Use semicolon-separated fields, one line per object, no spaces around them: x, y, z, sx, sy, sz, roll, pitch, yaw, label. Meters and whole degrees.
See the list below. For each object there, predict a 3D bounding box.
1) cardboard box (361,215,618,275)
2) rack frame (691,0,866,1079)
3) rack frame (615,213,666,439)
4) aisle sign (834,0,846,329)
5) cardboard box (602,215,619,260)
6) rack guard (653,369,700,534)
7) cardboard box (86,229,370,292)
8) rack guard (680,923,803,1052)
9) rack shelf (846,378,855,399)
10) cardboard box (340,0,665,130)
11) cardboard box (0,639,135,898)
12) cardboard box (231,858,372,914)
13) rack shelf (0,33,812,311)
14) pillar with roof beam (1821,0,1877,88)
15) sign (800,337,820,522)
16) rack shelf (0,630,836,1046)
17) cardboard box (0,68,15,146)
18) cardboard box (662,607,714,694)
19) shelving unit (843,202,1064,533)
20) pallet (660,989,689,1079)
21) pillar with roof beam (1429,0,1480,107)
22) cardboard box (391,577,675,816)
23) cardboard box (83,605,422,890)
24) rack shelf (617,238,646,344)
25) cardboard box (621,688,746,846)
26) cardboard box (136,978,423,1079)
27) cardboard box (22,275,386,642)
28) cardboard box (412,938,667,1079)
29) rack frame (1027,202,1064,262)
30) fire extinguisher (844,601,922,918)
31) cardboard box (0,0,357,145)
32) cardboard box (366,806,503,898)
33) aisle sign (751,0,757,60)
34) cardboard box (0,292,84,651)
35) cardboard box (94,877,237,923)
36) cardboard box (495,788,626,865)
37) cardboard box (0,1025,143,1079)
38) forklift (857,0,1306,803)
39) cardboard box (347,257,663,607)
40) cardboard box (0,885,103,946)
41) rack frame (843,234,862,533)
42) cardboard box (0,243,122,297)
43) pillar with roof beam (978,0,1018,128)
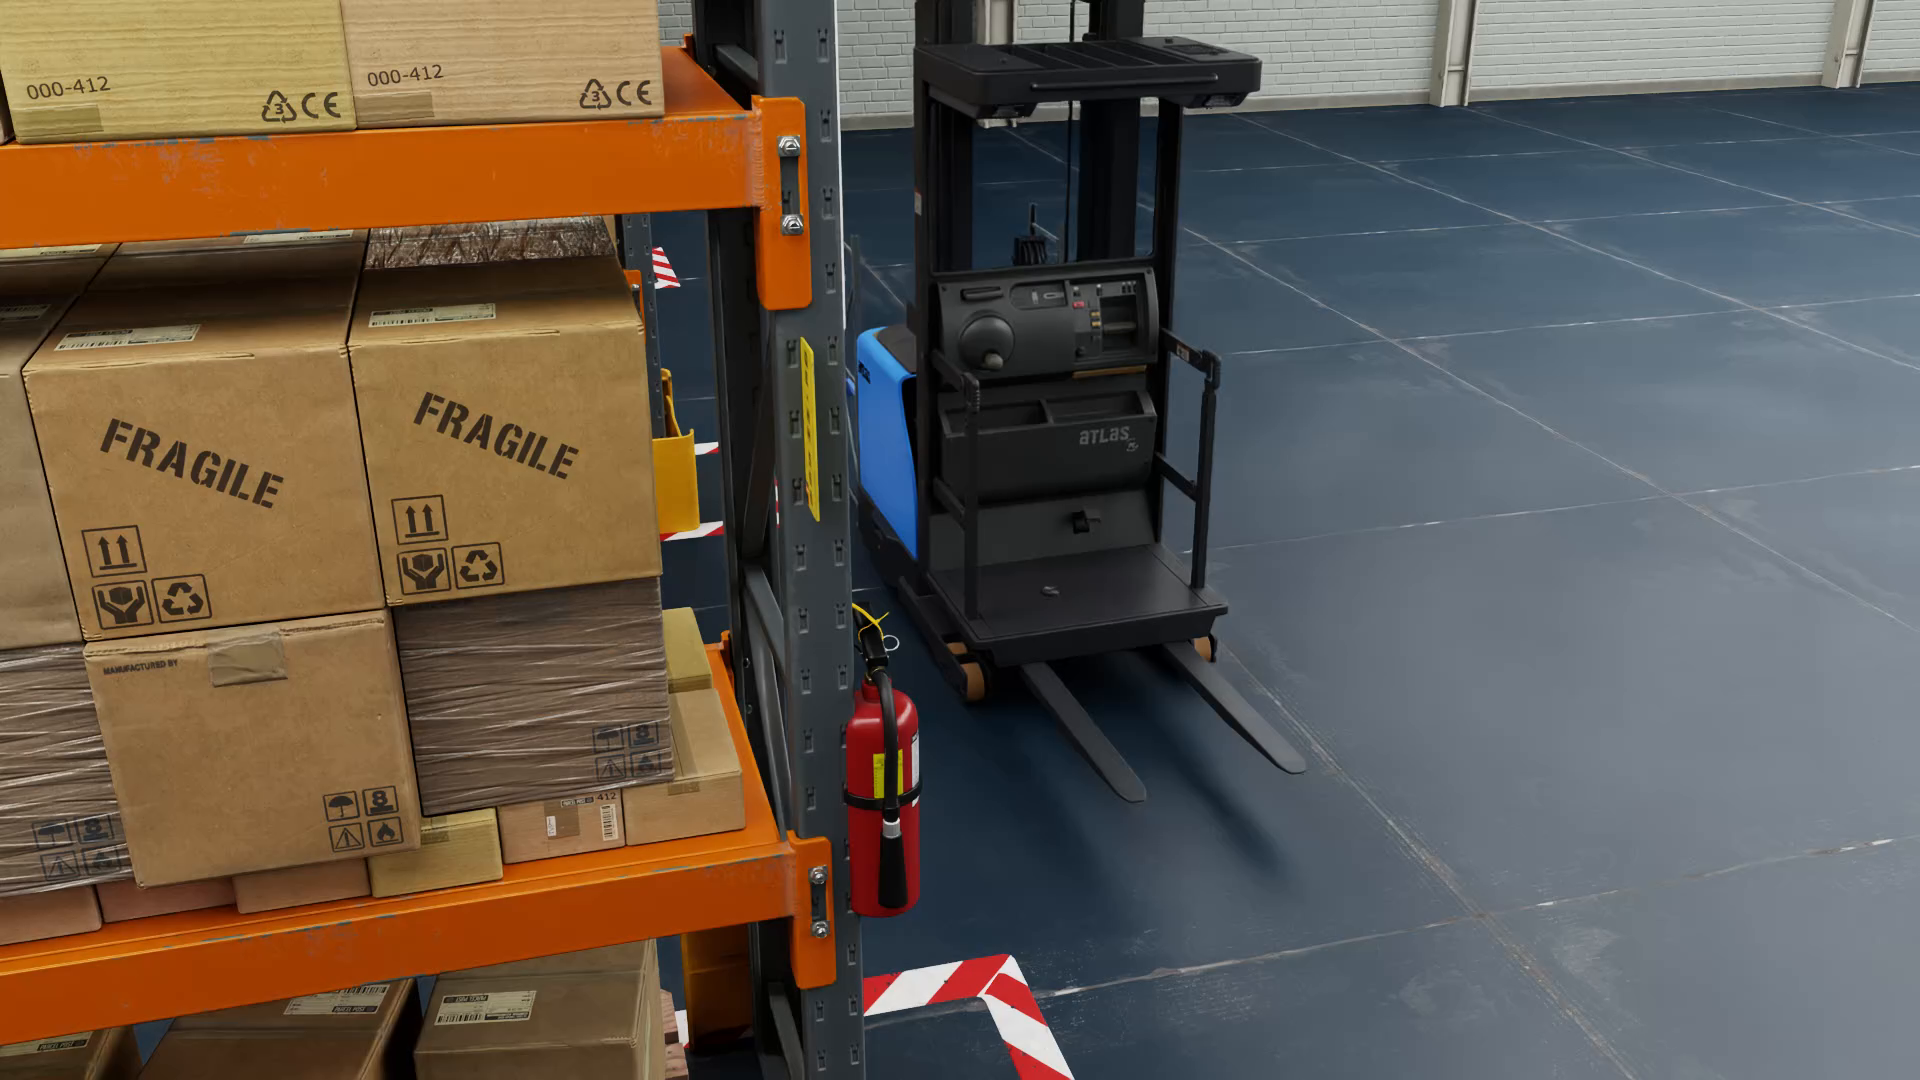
-1.008;-0.423;3.660;0.500;0.500;0.500;-6;24;-14;cardboard box
-0.405;0.264;3.831;0.127;3.000;1.000;-6;24;-14;rack frame
-1.648;-1.630;8.245;0.127;3.000;1.000;-6;24;-14;rack frame
-0.265;-0.824;3.069;0.004;0.787;0.394;-6;24;-14;aisle sign
-1.993;-1.642;8.083;0.550;0.550;0.875;-6;24;-14;cardboard box
-1.625;-0.484;8.744;0.348;0.500;1.175;-6;24;-14;rack guard
-1.492;-0.373;3.543;0.500;0.500;0.500;-6;24;-14;cardboard box
-0.478;1.421;4.305;0.348;0.500;1.175;-6;24;-14;rack guard
-0.063;-0.712;8.463;1.000;0.185;0.538;-6;24;-15;rack shelf
-0.801;-0.898;2.925;0.500;0.250;0.500;-6;24;-13;cardboard box
-1.884;0.265;3.325;0.500;0.500;0.875;-6;24;-14;cardboard box
-1.336;0.581;3.410;0.250;0.149;0.380;-6;24;-14;cardboard box
-2.331;-0.571;2.885;4.000;0.370;1.077;-6;24;-14;rack shelf
13.153;-8.691;17.092;0.400;9.000;9.100;-6;24;-14;pillar with roof beam
-0.275;-0.201;3.045;0.005;0.325;0.100;-6;24;-14;sign
-2.331;0.807;3.477;4.000;0.370;1.077;-6;24;-14;rack shelf
-1.776;-0.792;2.679;0.500;0.250;0.500;-6;24;-13;cardboard box
-0.744;0.319;4.021;0.250;0.149;0.380;-6;24;-14;cardboard box
-0.063;-0.877;8.392;1.048;1.500;0.538;-6;24;-15;shelving unit
-1.270;1.626;4.192;1.213;0.211;1.003;-6;24;-14;pallet
7.376;-8.051;15.602;0.400;9.000;9.100;-6;24;-14;pillar with roof beam
-0.942;0.129;3.641;0.500;0.500;0.875;-6;24;-14;cardboard box
-1.391;0.228;3.410;0.500;0.500;0.875;-6;24;-14;cardboard box
-3.573;-1.087;7.890;4.000;0.370;1.077;-6;24;-14;rack shelf
-0.624;0.488;3.628;0.250;0.149;0.380;-6;24;-14;cardboard box
-1.577;1.356;3.923;0.500;0.500;0.500;0;23;0;cardboard box
-1.348;-0.171;3.071;0.500;0.500;0.500;-6;24;-14;cardboard box
-1.011;1.280;4.101;0.500;0.500;0.500;-2;23;-5;cardboard box
0.426;-0.932;8.519;0.032;1.500;0.500;-6;24;-15;rack frame
-0.171;0.462;3.467;0.183;0.674;0.296;-6;24;-14;fire extinguisher
-1.281;-0.844;2.799;0.500;0.250;0.500;-6;24;-14;cardboard box
-1.092;0.560;3.458;0.250;0.149;0.380;-6;24;-14;cardboard box
-0.427;-1.051;3.600;0.004;0.787;0.394;-6;24;-14;aisle sign
-1.830;-0.118;2.950;0.500;0.500;0.500;-6;24;-14;cardboard box
-1.588;0.592;3.385;0.250;0.149;0.380;-6;24;-14;cardboard box
-0.865;0.514;3.566;0.250;0.149;0.380;-6;24;-14;cardboard box
-2.185;1.416;3.784;0.500;0.500;0.500;-4;24;-9;cardboard box
0.432;-0.865;6.549;1.130;2.935;3.031;-7;24;-16;forklift
-0.868;-0.226;3.201;0.500;0.500;0.500;-6;24;-14;cardboard box
-1.823;0.627;3.303;0.250;0.149;0.380;-6;24;-14;cardboard box
-0.552;-0.822;8.265;0.032;1.500;0.500;-6;24;-15;rack frame
-1.973;-0.319;3.417;0.500;0.500;0.500;-6;24;-14;cardboard box
1.599;-7.412;14.113;0.400;9.000;9.100;-6;24;-14;pillar with roof beam
